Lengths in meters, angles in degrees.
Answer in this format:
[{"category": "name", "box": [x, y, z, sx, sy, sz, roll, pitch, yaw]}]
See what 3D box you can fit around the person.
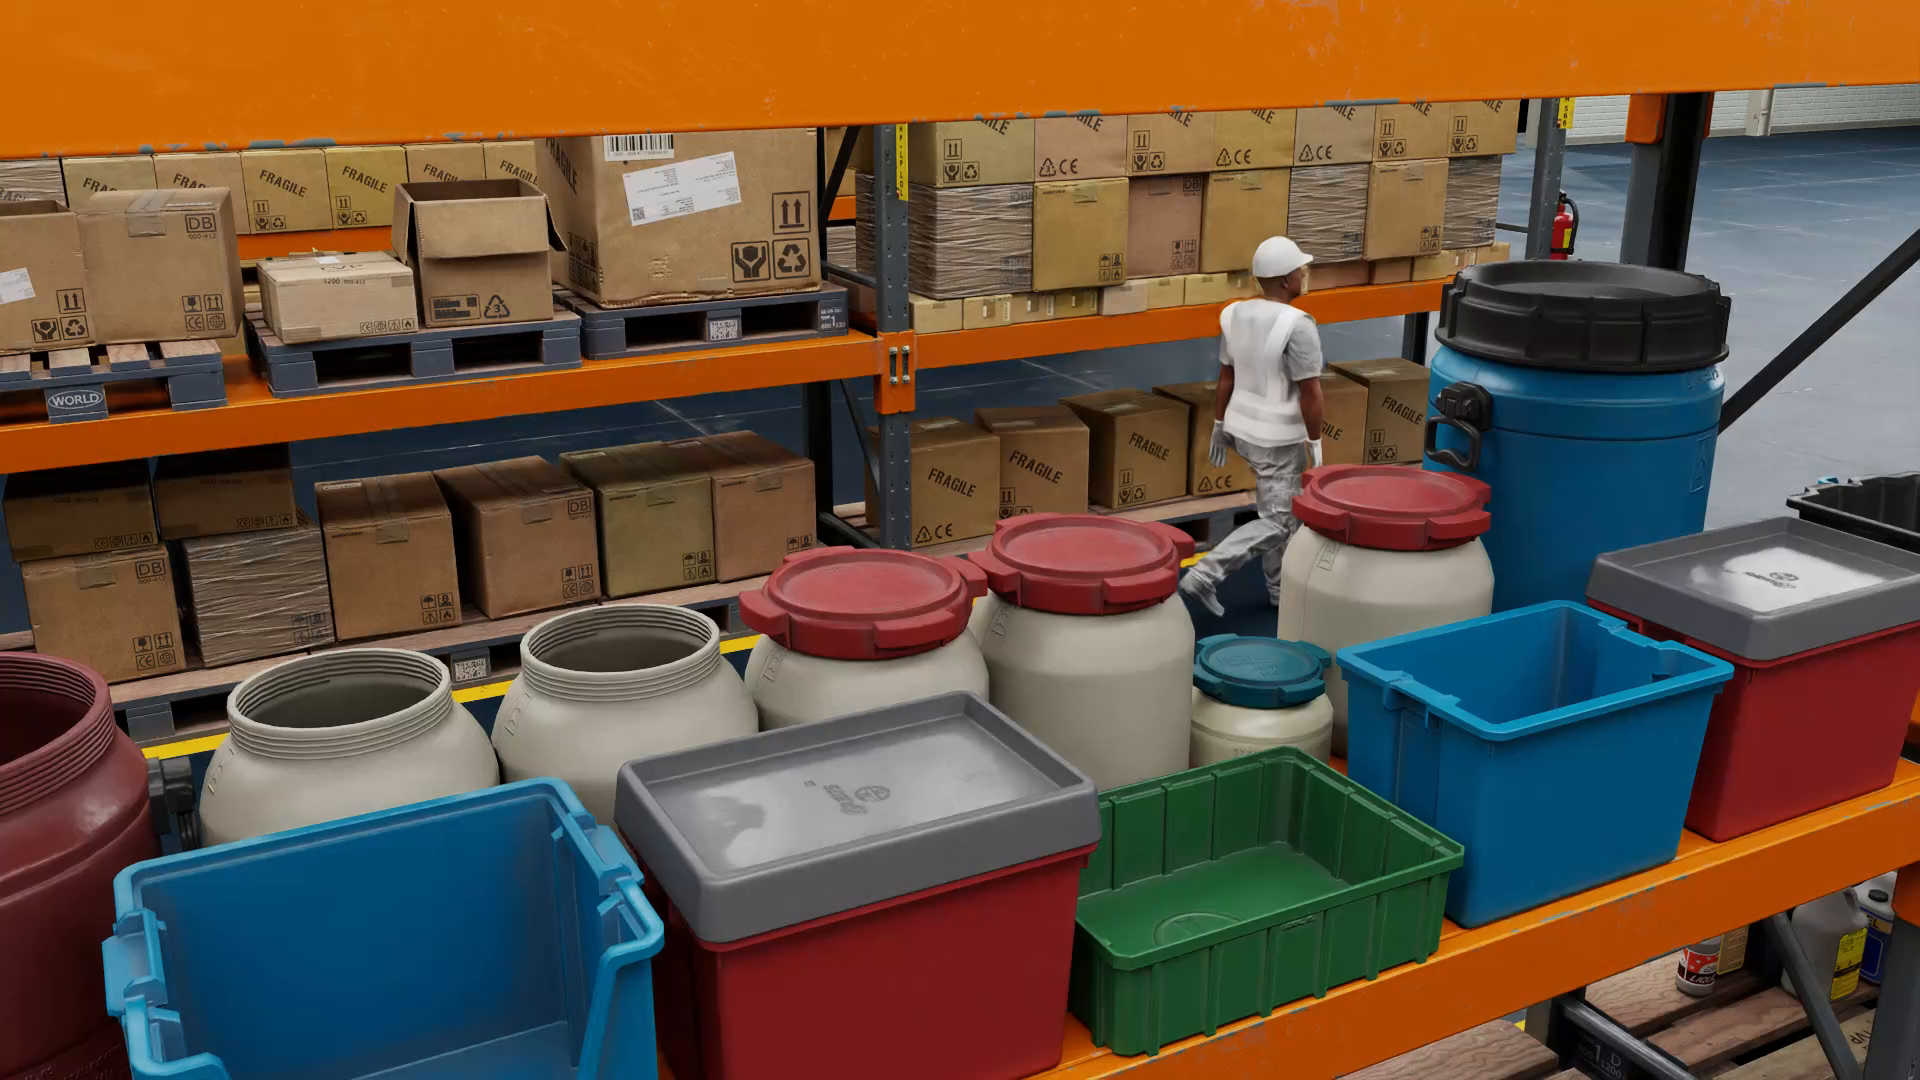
[{"category": "person", "box": [1.361, -0.474, 7.456, 0.937, 1.751, 0.576, -9, 20, -25]}]
